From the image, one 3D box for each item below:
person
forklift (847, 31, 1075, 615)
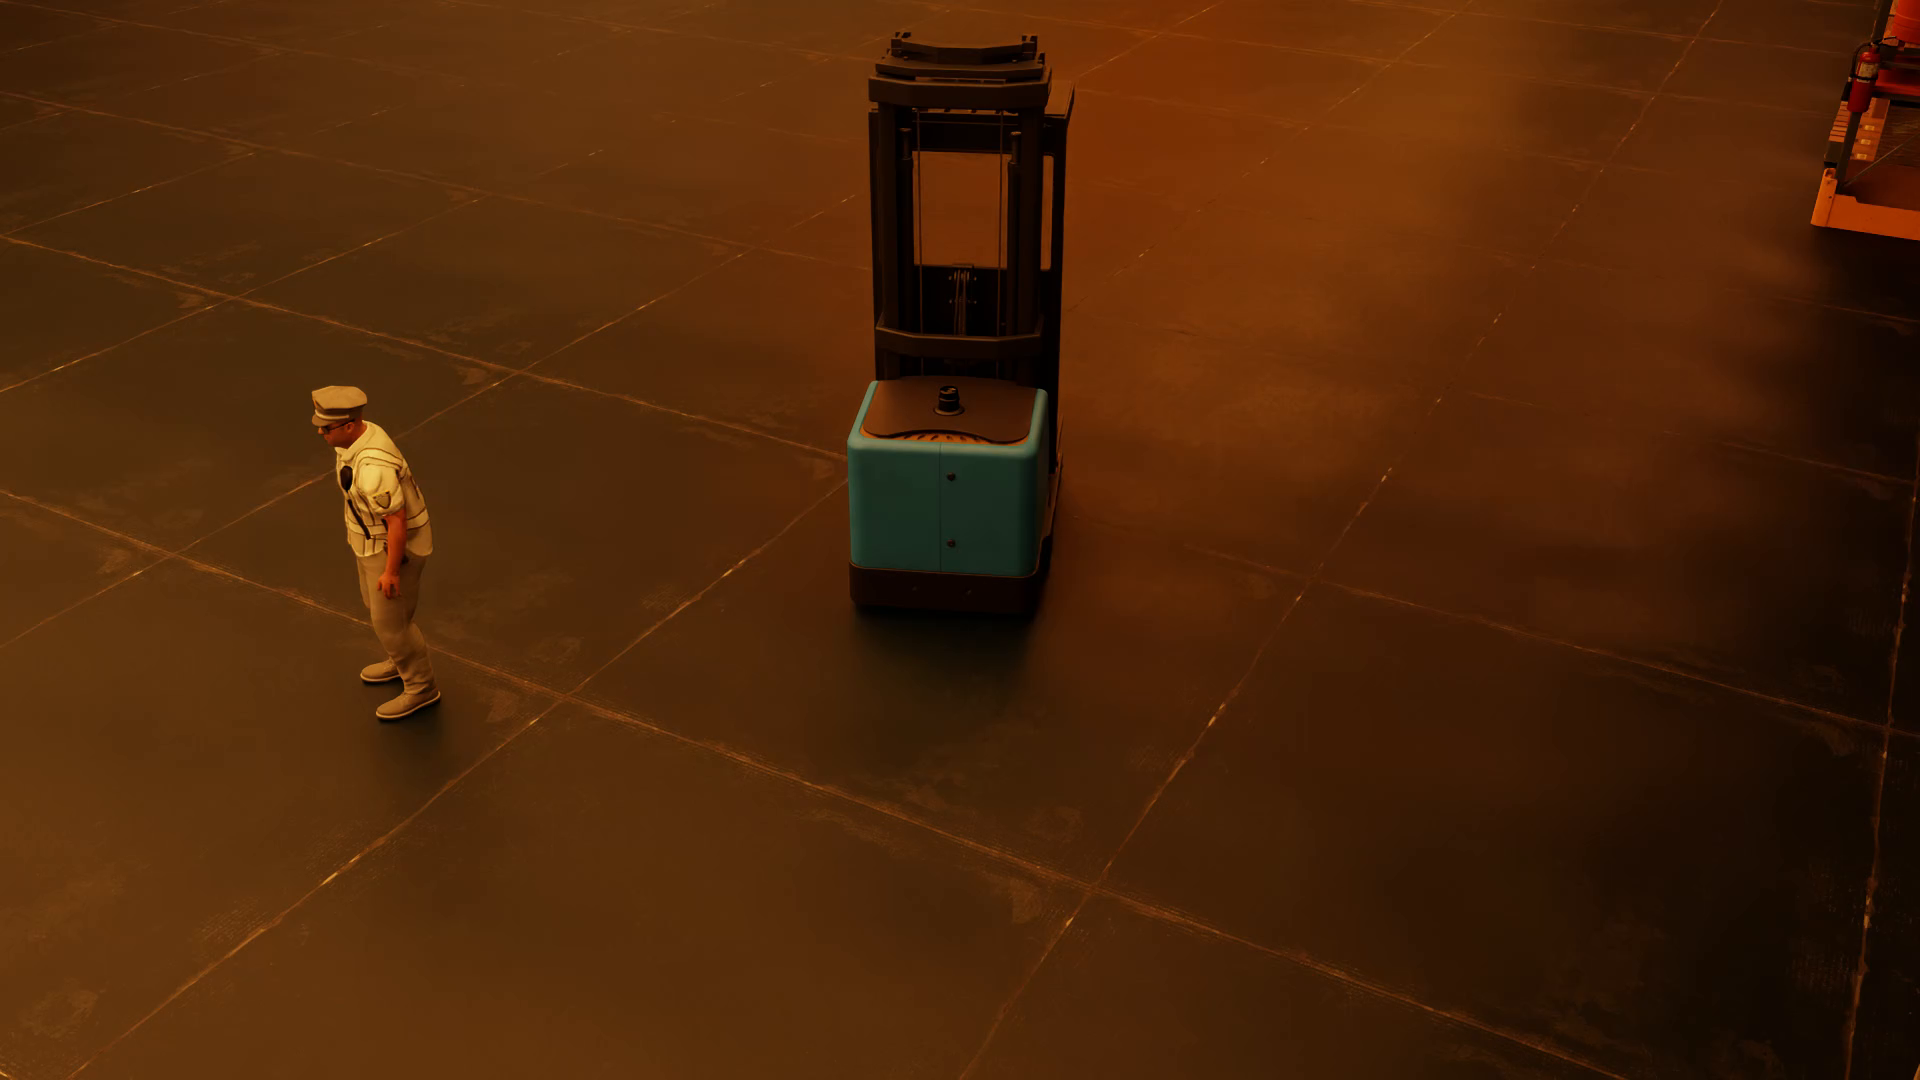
[{"bbox_3d":[-2.835,0.035,8.190,0.437,1.750,0.607,-17,34,-26],"label":"person"},{"bbox_3d":[0.072,-1.572,9.794,1.130,2.935,3.031,3,30,6],"label":"forklift"}]
